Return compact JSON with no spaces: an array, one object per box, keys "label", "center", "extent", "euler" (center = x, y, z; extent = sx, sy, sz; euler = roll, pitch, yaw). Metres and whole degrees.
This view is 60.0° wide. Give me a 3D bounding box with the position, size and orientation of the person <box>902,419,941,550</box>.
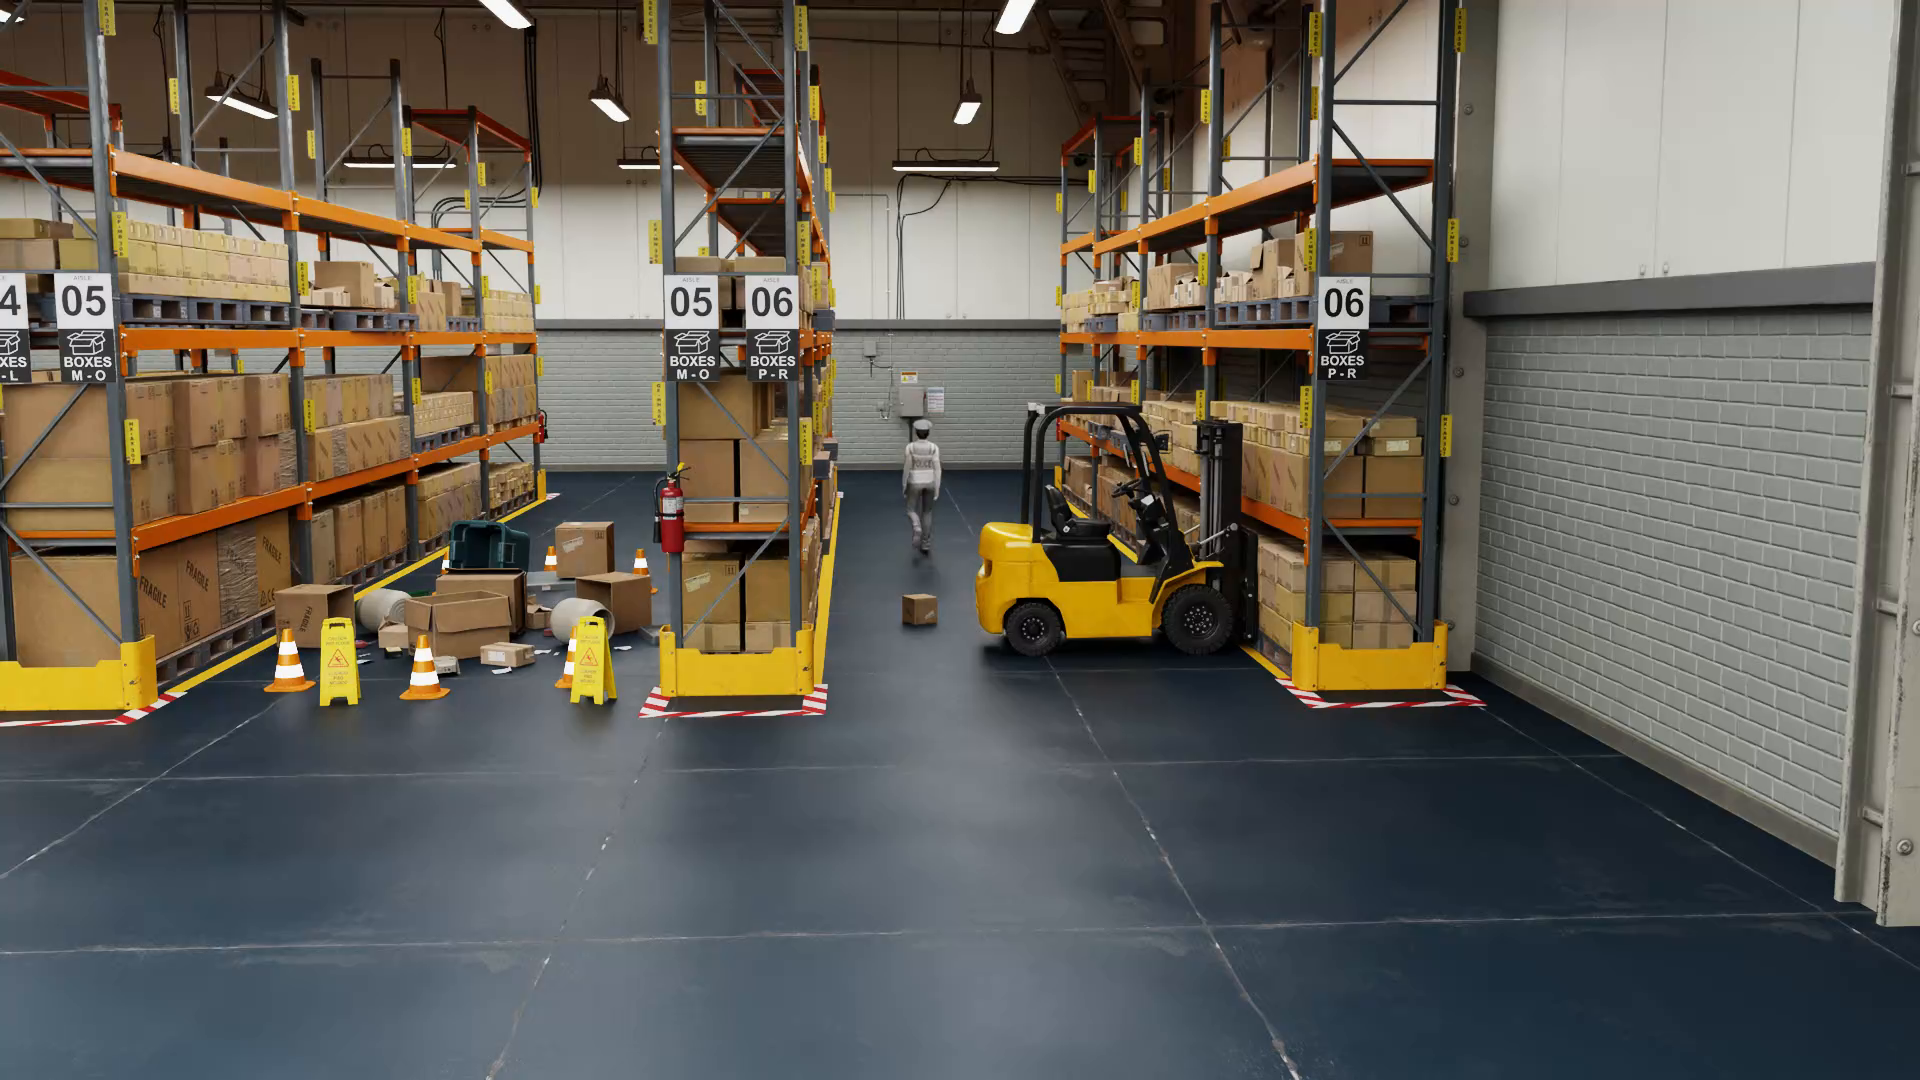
[{"label":"person","center":[-0.483,-0.690,21.108],"extent":[0.486,1.676,0.636],"euler":[-1,7,-9]}]
